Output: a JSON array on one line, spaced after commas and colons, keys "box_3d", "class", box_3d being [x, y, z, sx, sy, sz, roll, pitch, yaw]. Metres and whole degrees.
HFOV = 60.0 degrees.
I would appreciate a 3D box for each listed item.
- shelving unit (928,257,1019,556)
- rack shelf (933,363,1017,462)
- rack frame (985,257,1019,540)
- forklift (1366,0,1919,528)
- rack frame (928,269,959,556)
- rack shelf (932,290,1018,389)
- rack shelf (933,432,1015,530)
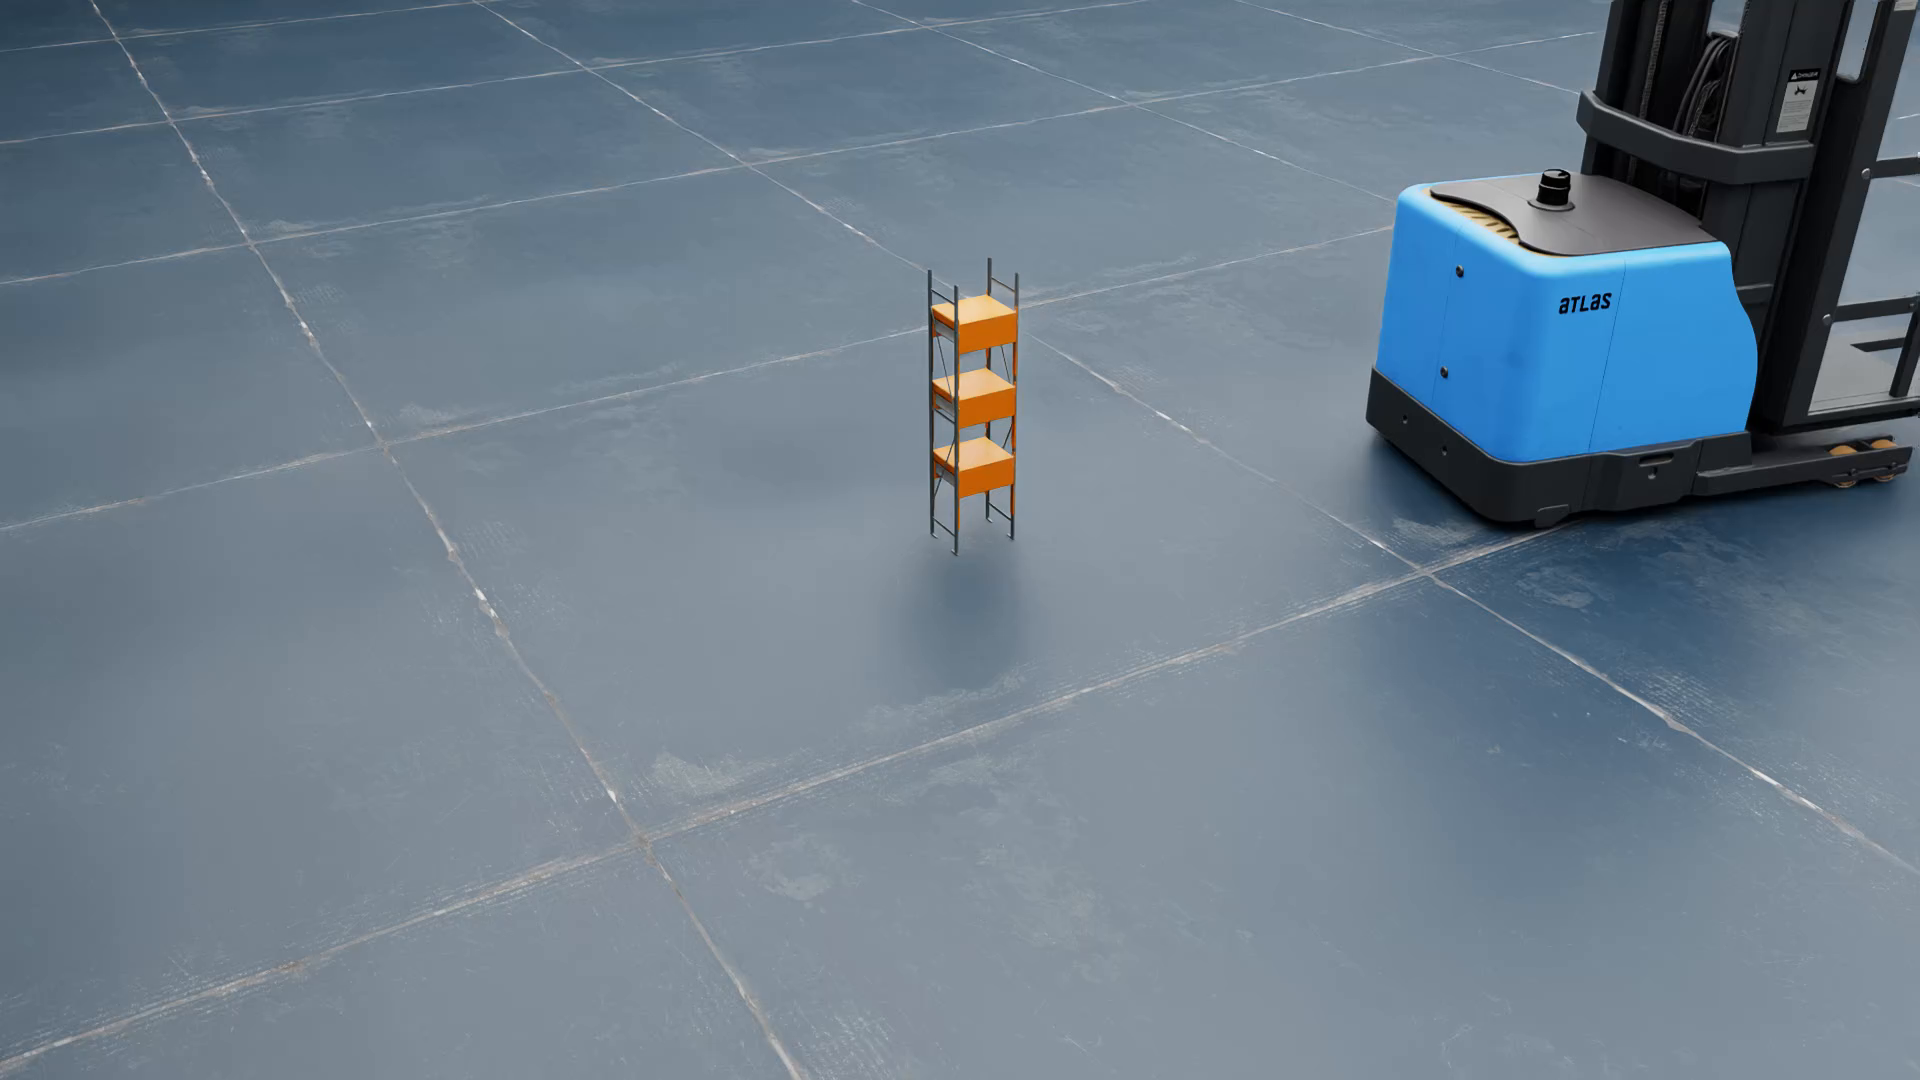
[{"box_3d": [0.046, -0.473, 6.020, 0.252, 1.050, 0.215, -16, 33, -26], "class": "shelving unit"}, {"box_3d": [0.046, -0.463, 6.025, 0.240, 0.259, 0.215, -16, 33, -26], "class": "rack shelf"}, {"box_3d": [0.151, -0.503, 6.074, 0.008, 1.050, 0.200, -16, 33, -26], "class": "rack frame"}, {"box_3d": [3.289, -1.726, 6.344, 3.031, 2.935, 1.130, -8, 30, -14], "class": "forklift"}, {"box_3d": [-0.059, -0.443, 5.966, 0.008, 1.050, 0.200, -16, 33, -26], "class": "rack frame"}, {"box_3d": [0.046, -0.712, 5.888, 0.240, 0.259, 0.215, -16, 33, -26], "class": "rack shelf"}, {"box_3d": [0.046, -0.220, 6.159, 0.240, 0.259, 0.215, -16, 33, -26], "class": "rack shelf"}]
